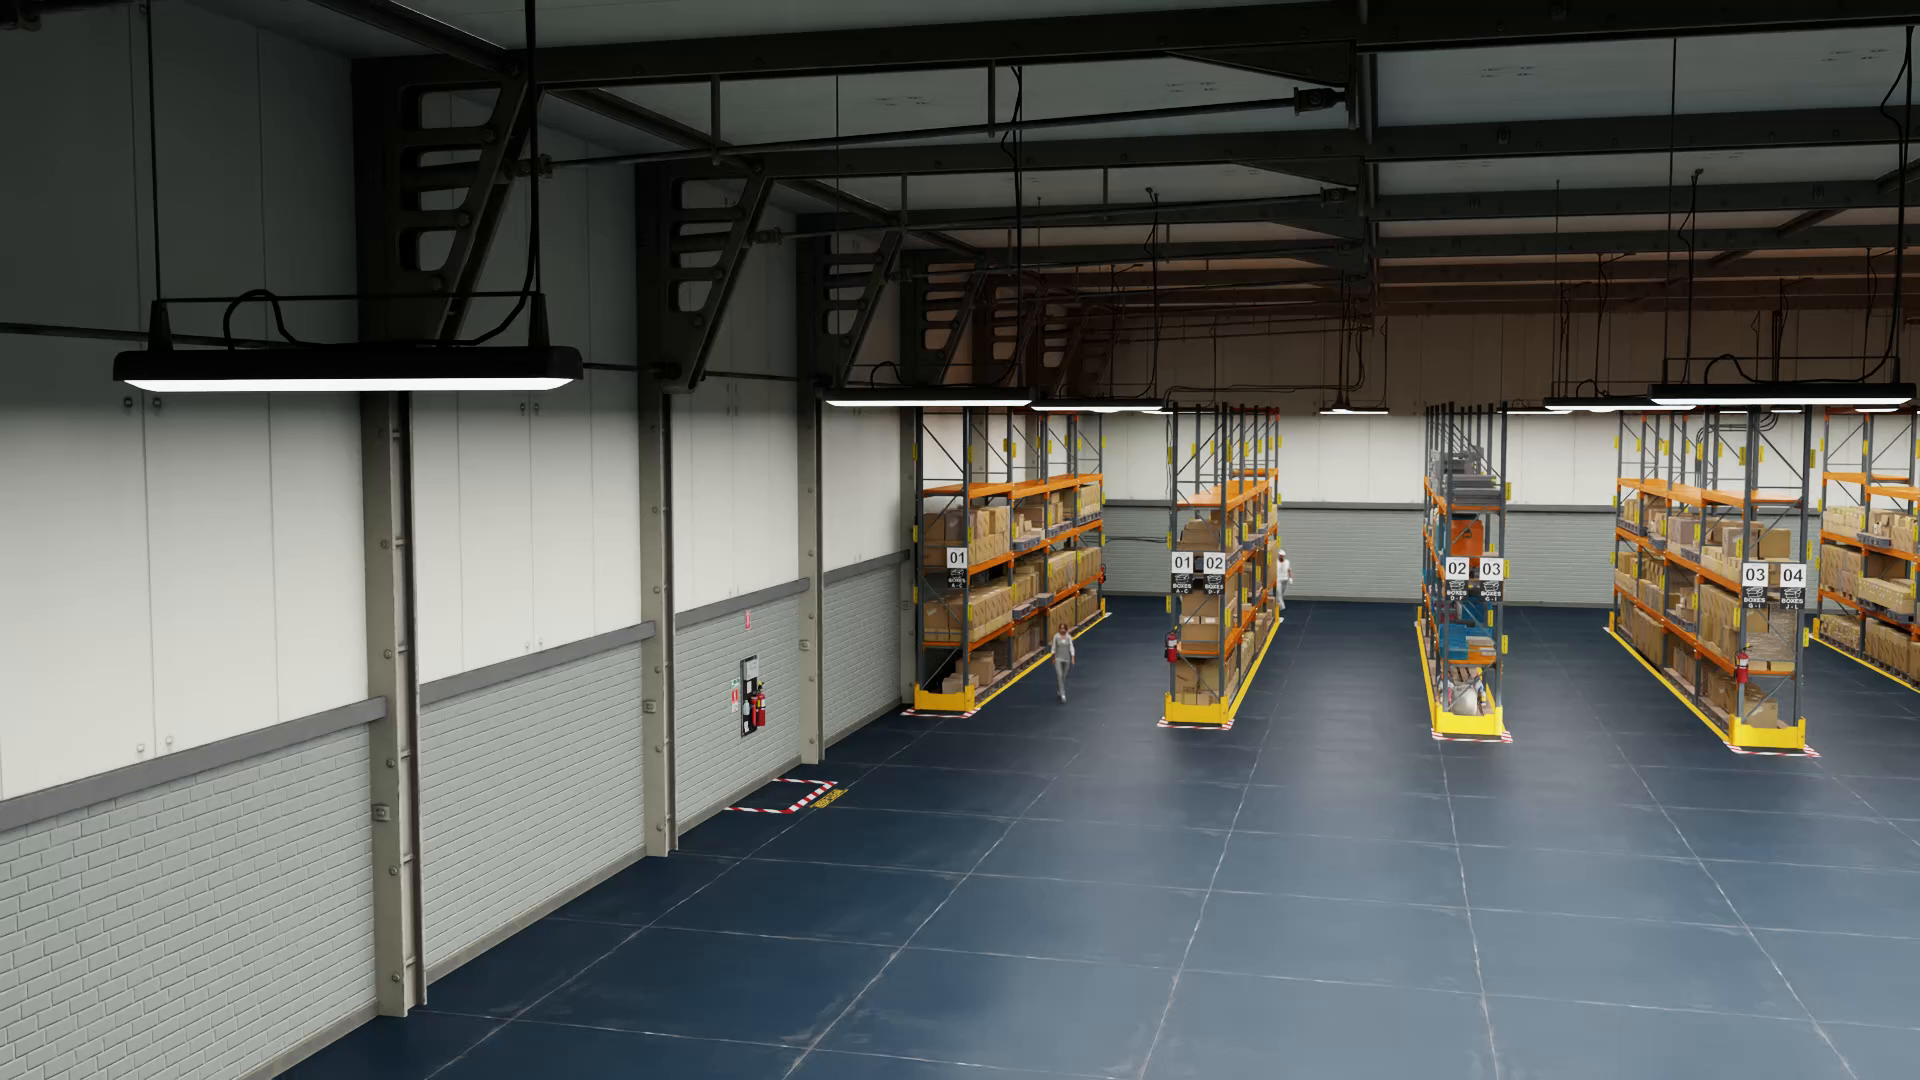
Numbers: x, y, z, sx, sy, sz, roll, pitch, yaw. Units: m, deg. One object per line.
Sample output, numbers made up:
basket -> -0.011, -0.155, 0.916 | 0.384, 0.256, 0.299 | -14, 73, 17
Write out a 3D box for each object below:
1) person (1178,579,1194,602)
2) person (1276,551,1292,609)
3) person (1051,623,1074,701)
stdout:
person -> 6.171, 1.594, 44.602 | 0.688, 1.685, 0.639 | 2, 5, 23
person -> 9.598, 1.172, 49.571 | 0.556, 1.714, 1.103 | -1, 4, -13
person -> 2.091, 2.438, 33.649 | 0.434, 1.545, 0.918 | -1, 4, -11
